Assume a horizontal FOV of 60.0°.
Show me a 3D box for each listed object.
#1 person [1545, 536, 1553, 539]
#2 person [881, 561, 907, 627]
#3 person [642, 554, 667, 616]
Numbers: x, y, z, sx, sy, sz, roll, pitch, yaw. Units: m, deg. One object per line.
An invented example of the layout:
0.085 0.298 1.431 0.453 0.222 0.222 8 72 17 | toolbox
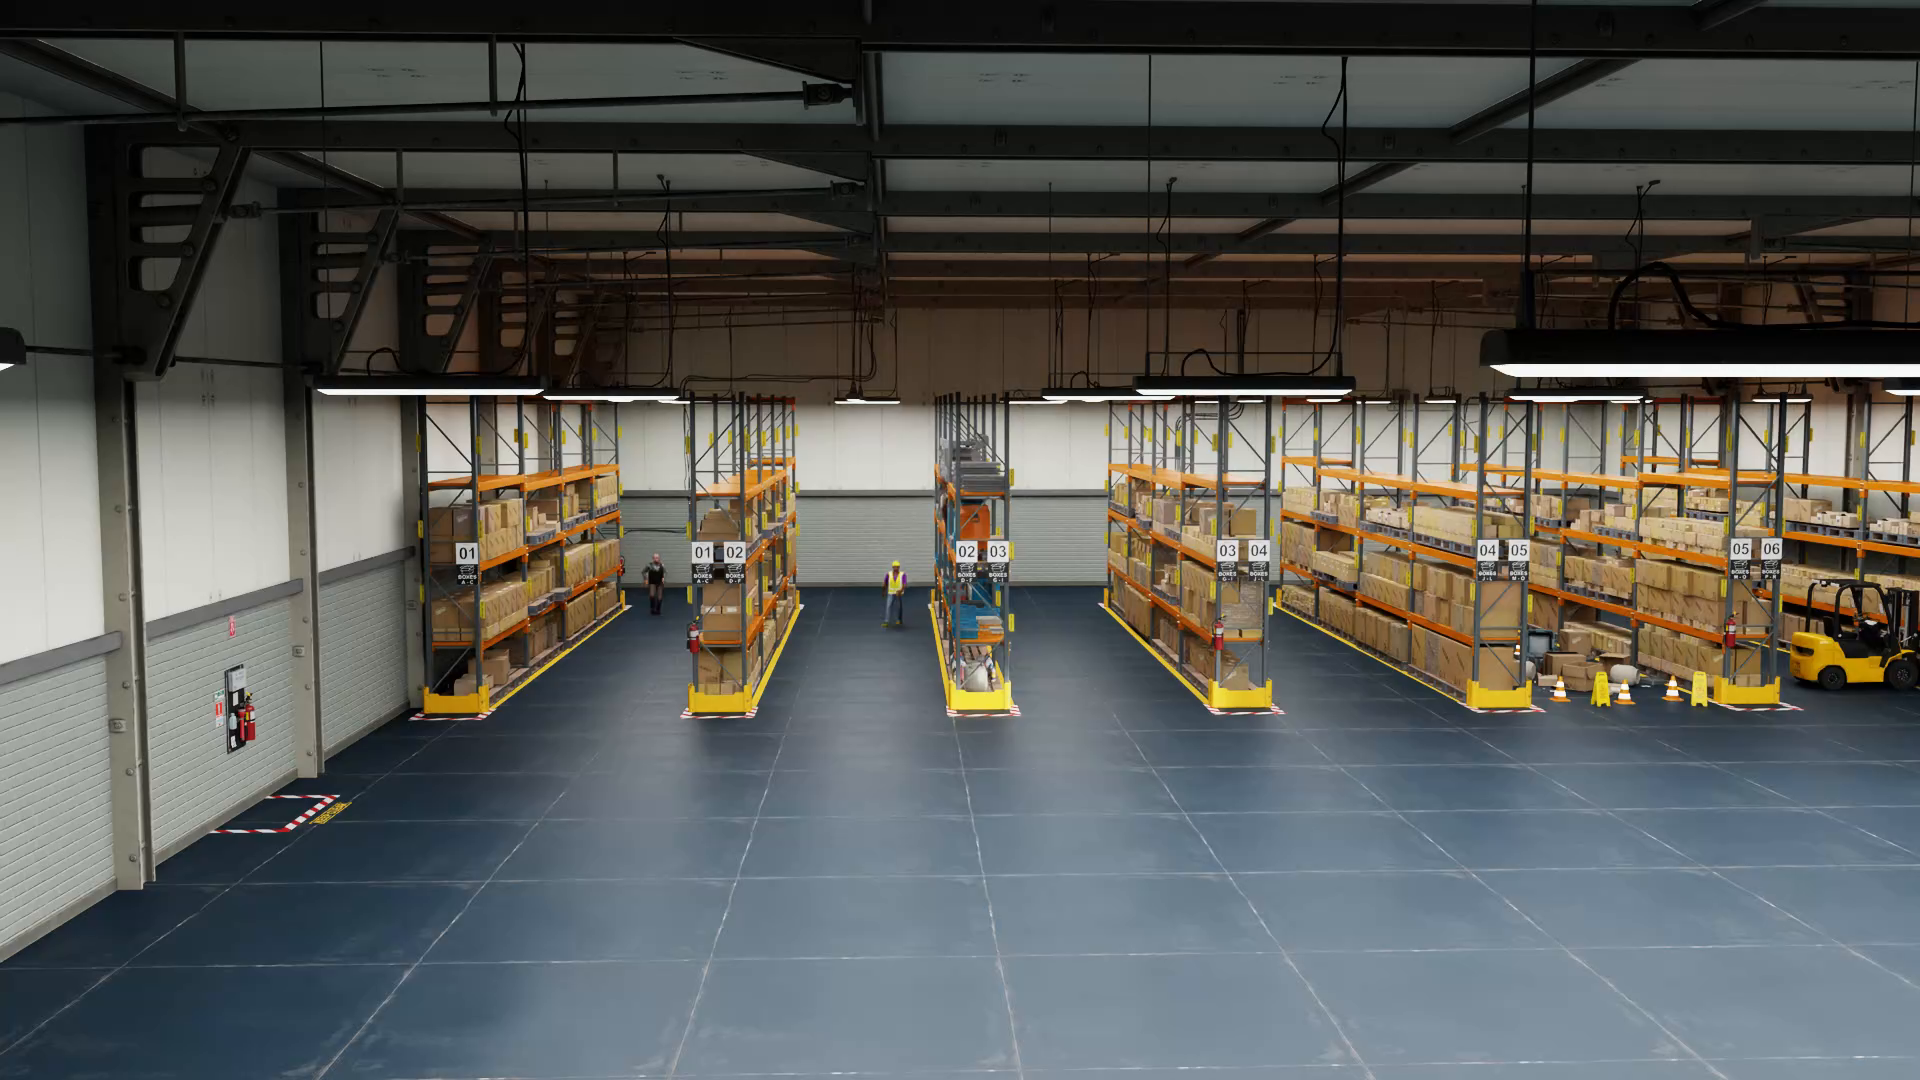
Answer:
18.369 0.708 52.016 0.498 1.709 0.473 -1 5 -17 | person
-1.747 1.396 43.034 0.720 1.703 1.053 1 5 18 | person
-8.361 1.241 45.581 0.684 1.701 0.600 -1 5 -11 | person
